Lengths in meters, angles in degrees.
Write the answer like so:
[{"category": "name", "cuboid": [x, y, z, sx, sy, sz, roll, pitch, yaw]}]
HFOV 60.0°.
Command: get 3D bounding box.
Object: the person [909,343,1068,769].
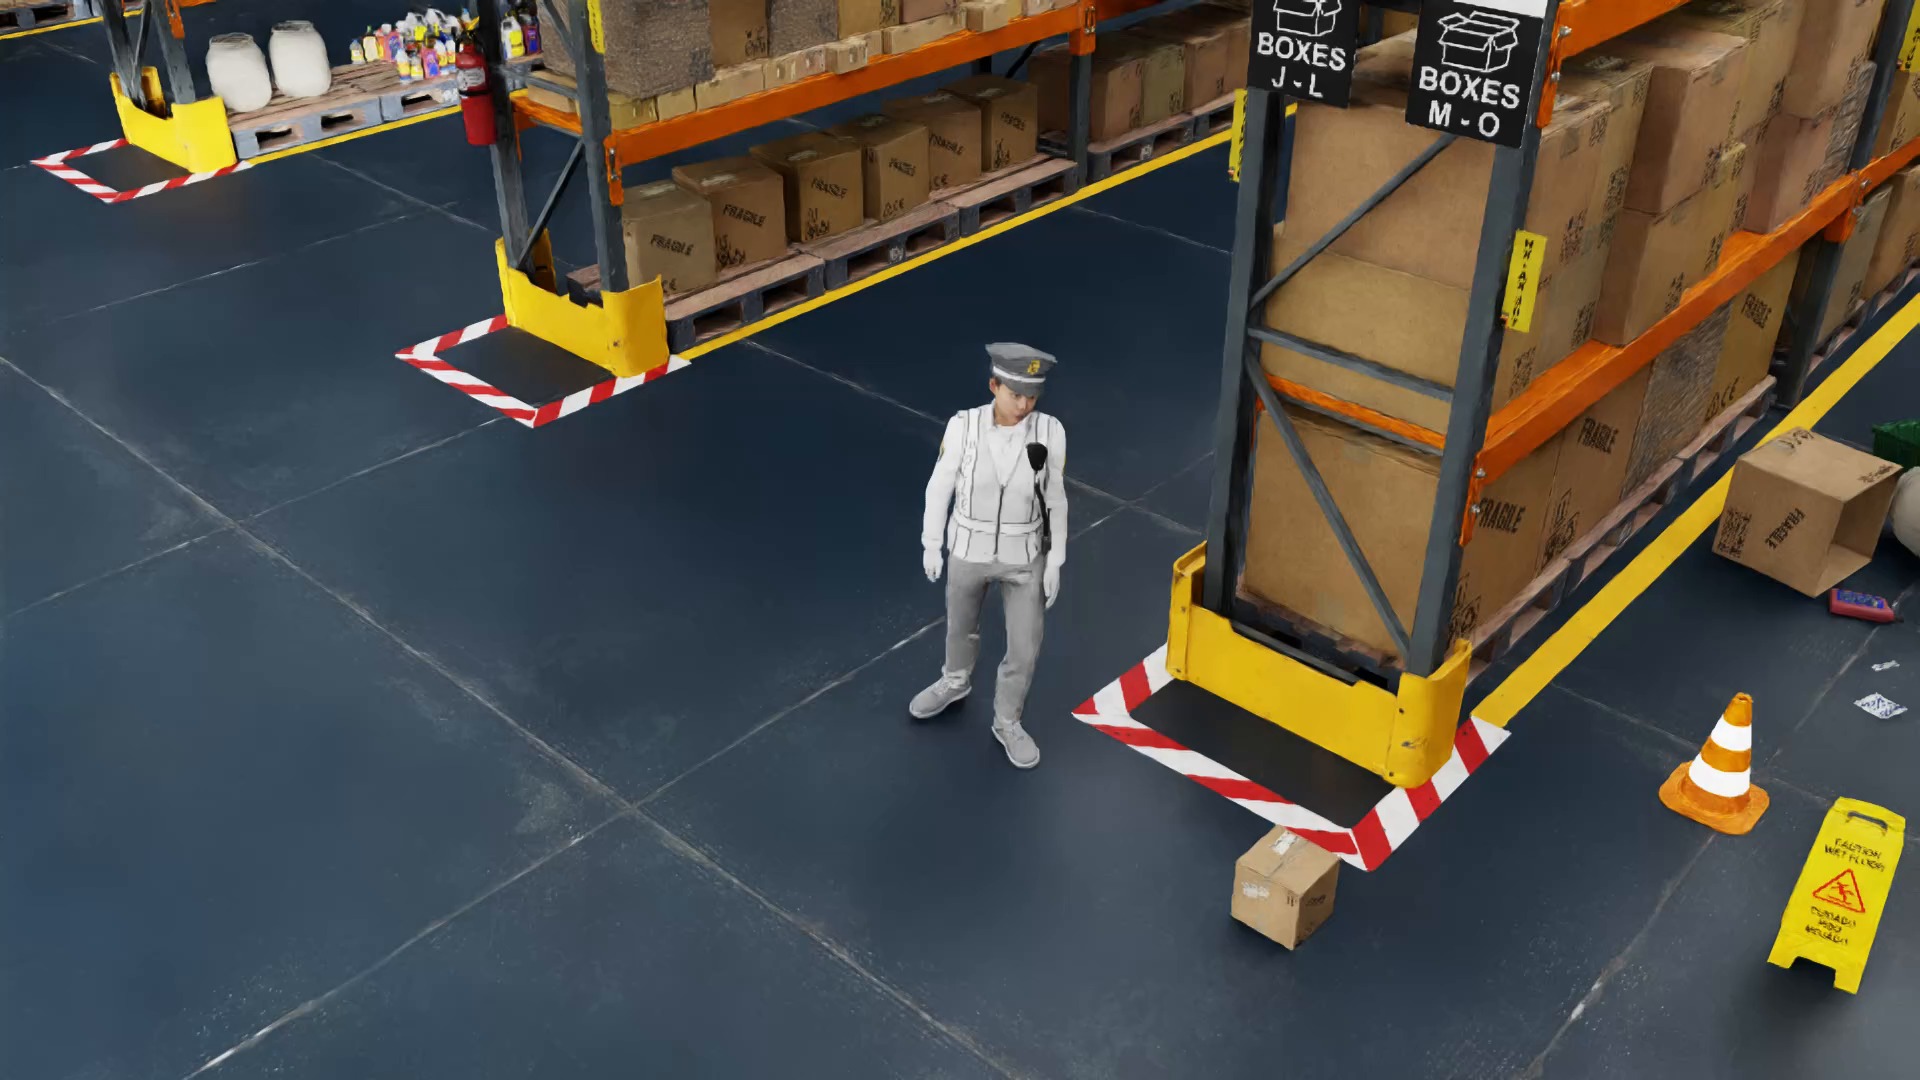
[{"category": "person", "cuboid": [0.091, 0.032, 6.082, 0.596, 1.666, 0.478, 3, 32, 4]}]
